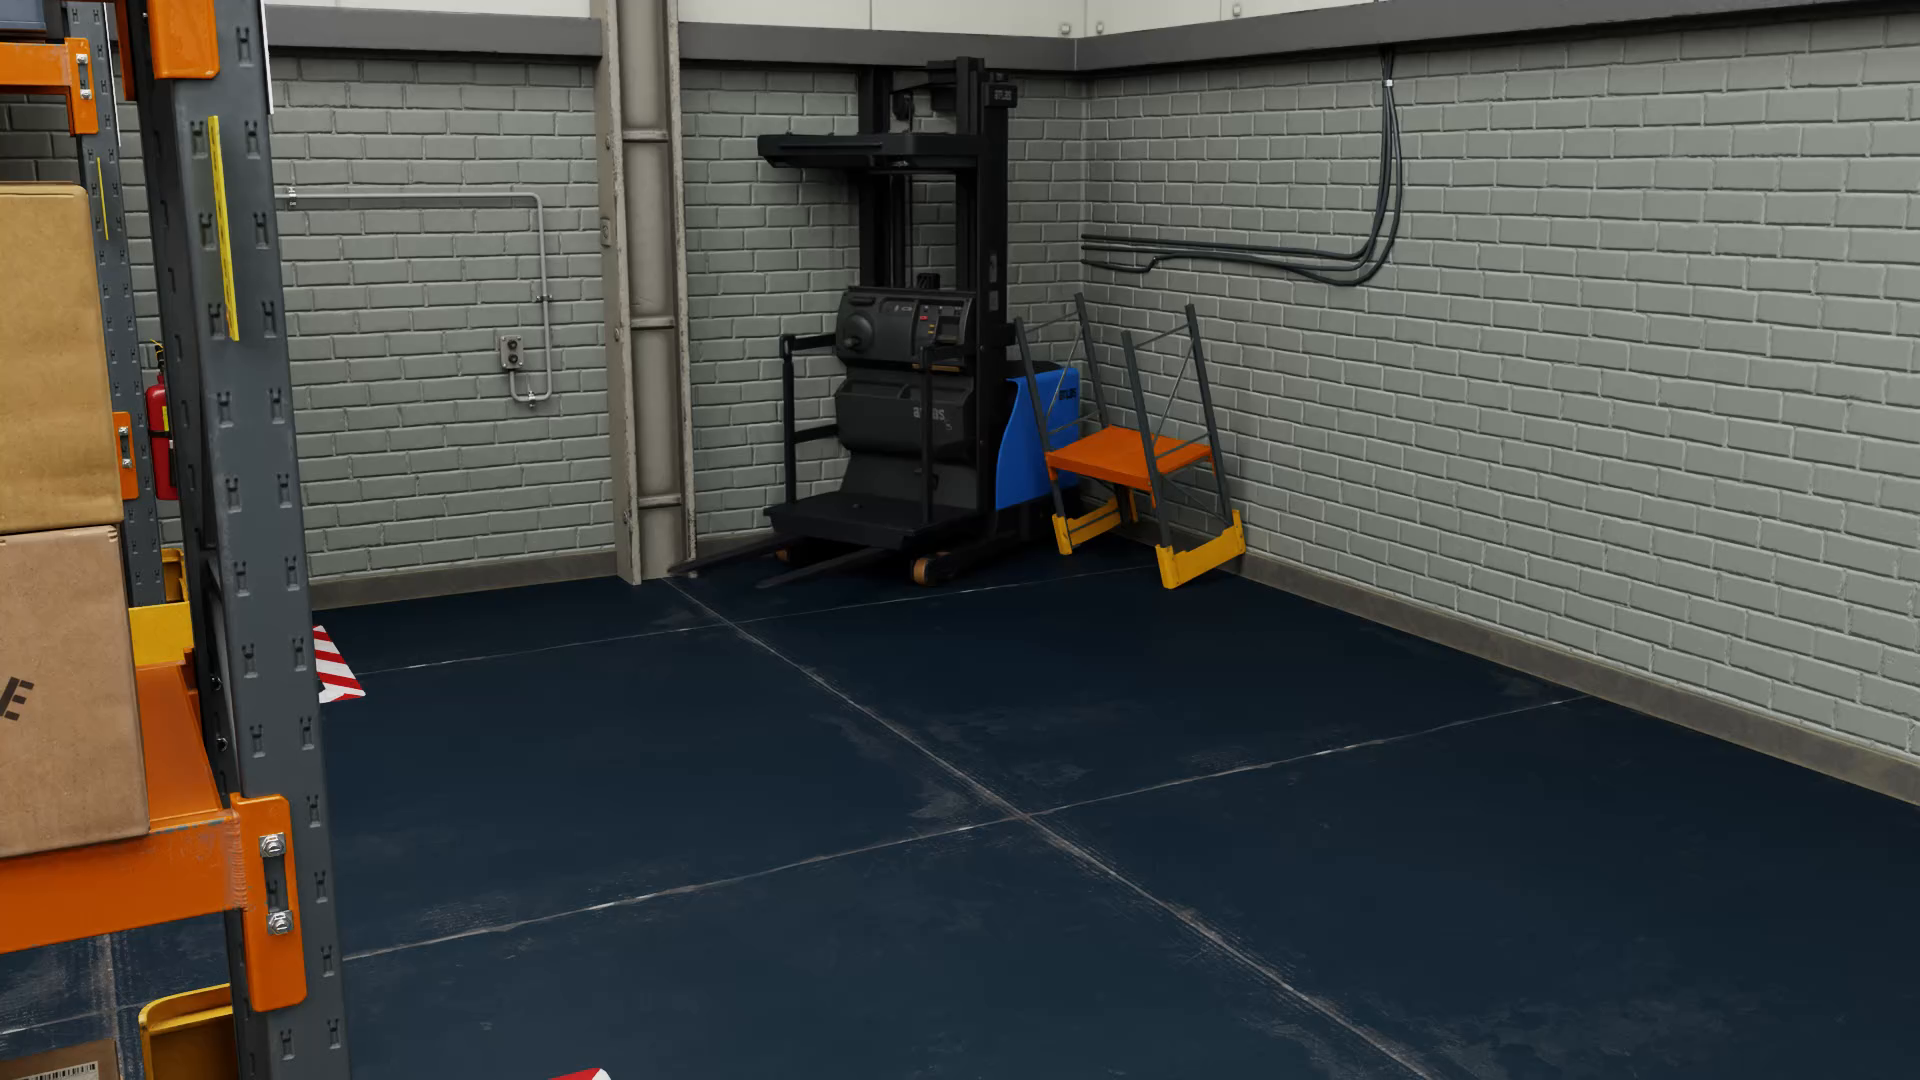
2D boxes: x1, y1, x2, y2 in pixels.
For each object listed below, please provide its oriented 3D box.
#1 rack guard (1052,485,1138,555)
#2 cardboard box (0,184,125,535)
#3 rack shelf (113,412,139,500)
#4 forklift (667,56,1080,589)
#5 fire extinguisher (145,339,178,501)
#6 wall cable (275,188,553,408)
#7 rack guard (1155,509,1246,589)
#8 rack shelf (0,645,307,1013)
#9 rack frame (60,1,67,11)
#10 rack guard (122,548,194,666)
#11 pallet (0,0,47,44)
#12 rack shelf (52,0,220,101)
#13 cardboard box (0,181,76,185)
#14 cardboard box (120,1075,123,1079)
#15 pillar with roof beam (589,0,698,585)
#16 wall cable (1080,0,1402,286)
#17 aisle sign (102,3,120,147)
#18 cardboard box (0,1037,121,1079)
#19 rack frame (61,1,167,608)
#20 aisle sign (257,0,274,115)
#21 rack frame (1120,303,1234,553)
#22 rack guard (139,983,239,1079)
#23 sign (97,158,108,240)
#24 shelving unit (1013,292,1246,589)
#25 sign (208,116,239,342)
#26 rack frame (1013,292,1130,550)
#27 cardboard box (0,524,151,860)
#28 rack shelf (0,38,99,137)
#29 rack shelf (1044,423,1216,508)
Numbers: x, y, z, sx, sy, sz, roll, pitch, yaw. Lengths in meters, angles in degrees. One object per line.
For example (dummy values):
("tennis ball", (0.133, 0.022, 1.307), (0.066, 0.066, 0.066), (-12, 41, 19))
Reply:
("rack guard", (0.840, -0.133, 10.297), (0.587, 0.250, 0.087), (-25, 23, -27))
("cardboard box", (-1.603, -0.289, 2.556), (0.500, 0.500, 0.500), (-7, 14, -28))
("rack shelf", (-5.476, -0.245, 6.504), (4.000, 0.370, 1.077), (-7, 14, -28))
("forklift", (-0.451, -1.284, 9.639), (1.130, 2.935, 3.031), (8, 15, 33))
("fire extinguisher", (-3.367, -0.514, 7.085), (0.183, 0.674, 0.296), (-7, 14, -28))
("wall cable", (-3.050, -1.619, 8.657), (1.851, 1.984, 0.084), (-7, 14, -28))
("rack guard", (1.377, 0.049, 9.479), (0.587, 0.250, 0.087), (-25, 23, -27))
("rack shelf", (-3.100, 0.709, 2.264), (4.000, 0.370, 1.077), (-7, 14, -28))
("rack frame", (-3.721, -3.733, 6.701), (0.127, 3.000, 1.000), (-7, 14, -28))
("rack guard", (-3.700, 0.411, 7.646), (0.348, 0.500, 1.175), (-7, 14, -28))
("pallet", (-4.367, -2.146, 6.685), (1.213, 0.211, 1.003), (-7, 14, -28))
("rack shelf", (-3.100, -0.754, 1.935), (4.000, 0.370, 1.077), (-7, 14, -28))
("cardboard box", (-1.860, -0.393, 3.018), (0.500, 0.500, 0.500), (-6, 14, -26))
("cardboard box", (-1.876, 1.302, 3.483), (0.250, 0.149, 0.380), (-7, 14, -28))
("pillar with roof beam", (0.297, -3.354, 5.018), (0.400, 9.000, 9.100), (-7, 14, -28))
("wall cable", (1.415, -2.744, 9.380), (0.112, 2.526, 3.097), (-7, 14, -28))
("aisle sign", (-3.514, -2.024, 6.851), (0.004, 0.787, 0.394), (-7, 14, -28))
("cardboard box", (-1.703, 1.257, 2.881), (0.500, 0.500, 0.500), (-7, 14, -28))
("rack frame", (-3.721, -0.806, 7.360), (0.127, 3.000, 1.000), (-7, 14, -28))
("aisle sign", (-1.137, -1.068, 2.604), (0.004, 0.787, 0.394), (-7, 14, -28))
("rack frame", (1.237, -0.520, 9.259), (0.500, 1.500, 0.032), (-25, 23, -27))
("rack guard", (-1.411, 1.375, 3.359), (0.348, 0.500, 1.175), (-7, 14, -28))
("sign", (-3.473, -1.381, 6.736), (0.005, 0.325, 0.100), (-7, 14, -28))
("shelving unit", (0.968, -0.611, 9.670), (0.587, 1.500, 1.083), (-25, 23, -27))
("sign", (-1.096, -0.462, 2.473), (0.005, 0.325, 0.100), (-7, 14, -28))
("rack frame", (0.689, -0.705, 10.095), (0.500, 1.500, 0.032), (-25, 23, -27))
("cardboard box", (-1.607, 0.199, 2.666), (0.500, 0.500, 0.500), (-6, 14, -26))
("rack shelf", (-5.476, -1.708, 6.175), (4.000, 0.370, 1.077), (-7, 14, -28))
("rack shelf", (1.003, -0.449, 9.740), (0.538, 0.185, 1.000), (-25, 23, -27))
